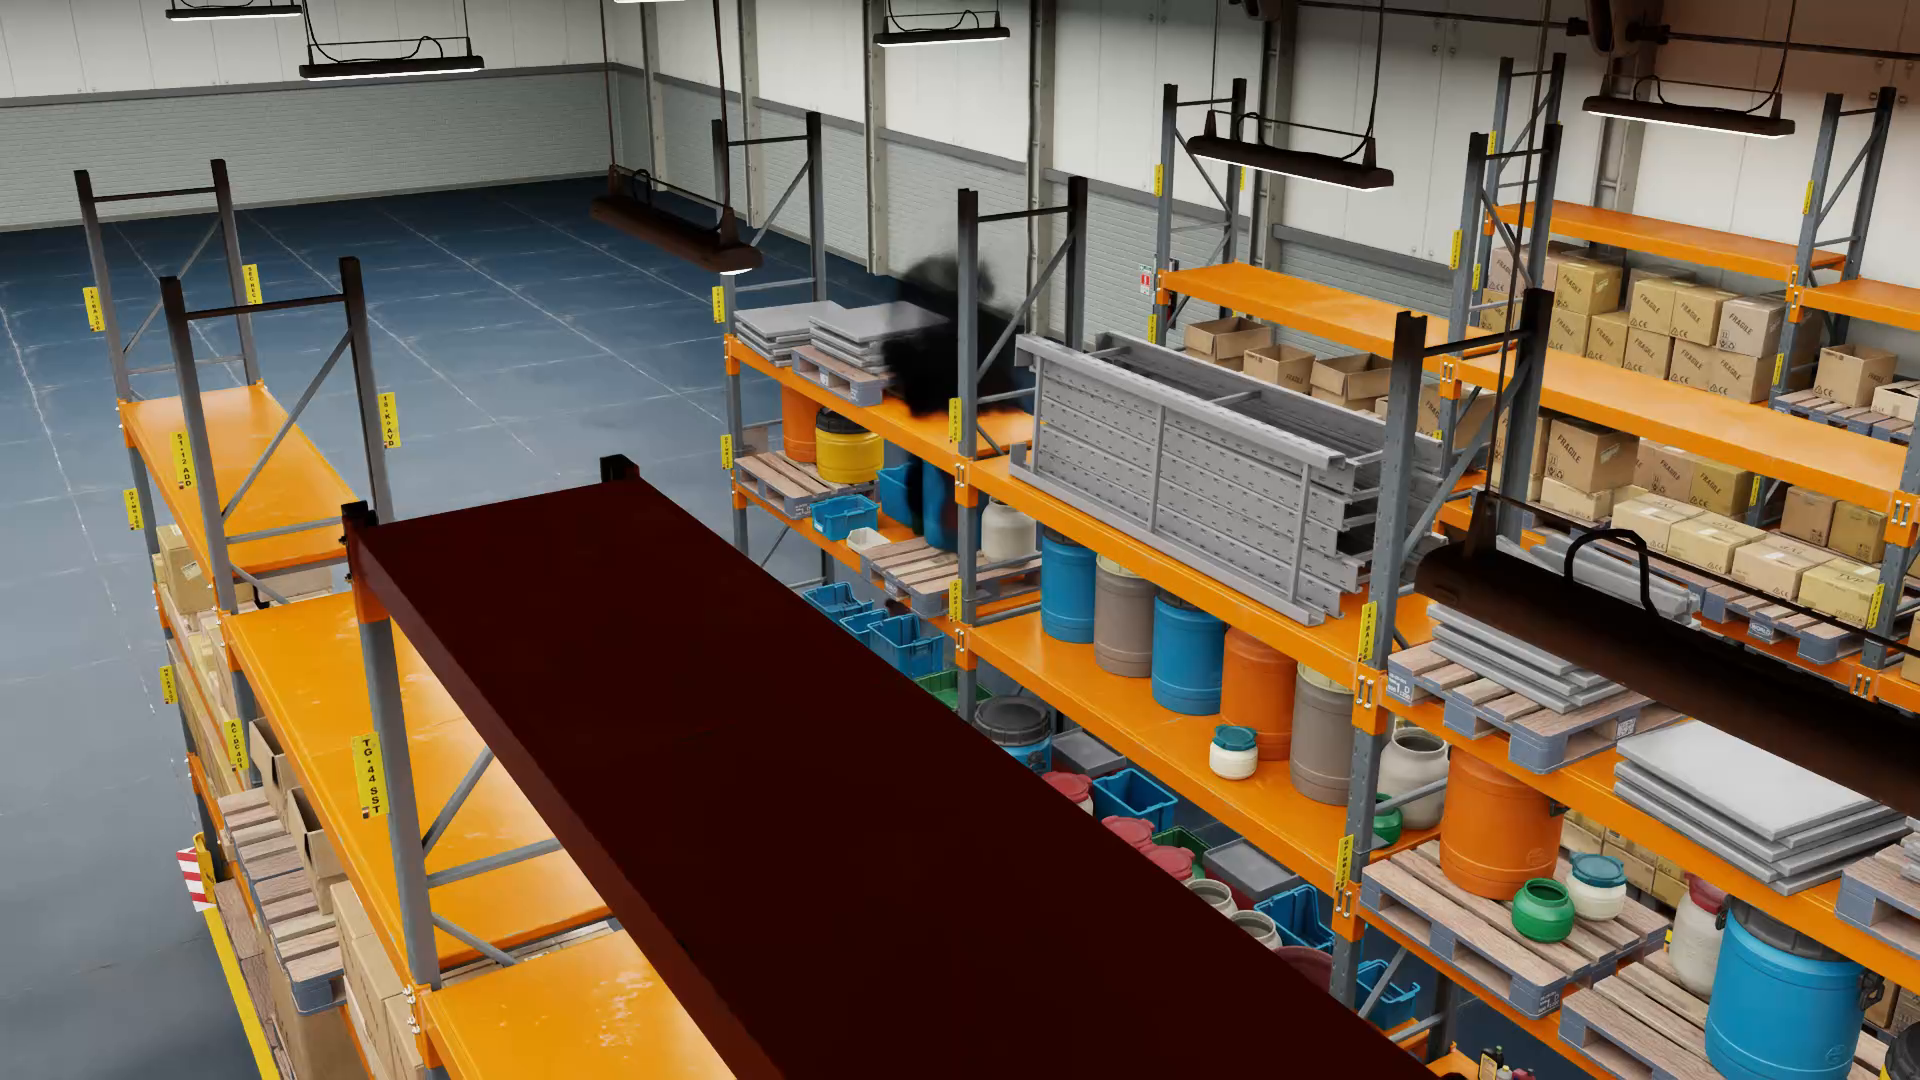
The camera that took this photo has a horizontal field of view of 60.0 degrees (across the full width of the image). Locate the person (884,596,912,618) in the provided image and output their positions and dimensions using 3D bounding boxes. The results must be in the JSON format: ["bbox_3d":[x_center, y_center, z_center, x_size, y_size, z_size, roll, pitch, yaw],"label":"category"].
[{"bbox_3d":[-0.529,0.692,17.352,0.627,1.735,0.712,15,26,32],"label":"person"}]
